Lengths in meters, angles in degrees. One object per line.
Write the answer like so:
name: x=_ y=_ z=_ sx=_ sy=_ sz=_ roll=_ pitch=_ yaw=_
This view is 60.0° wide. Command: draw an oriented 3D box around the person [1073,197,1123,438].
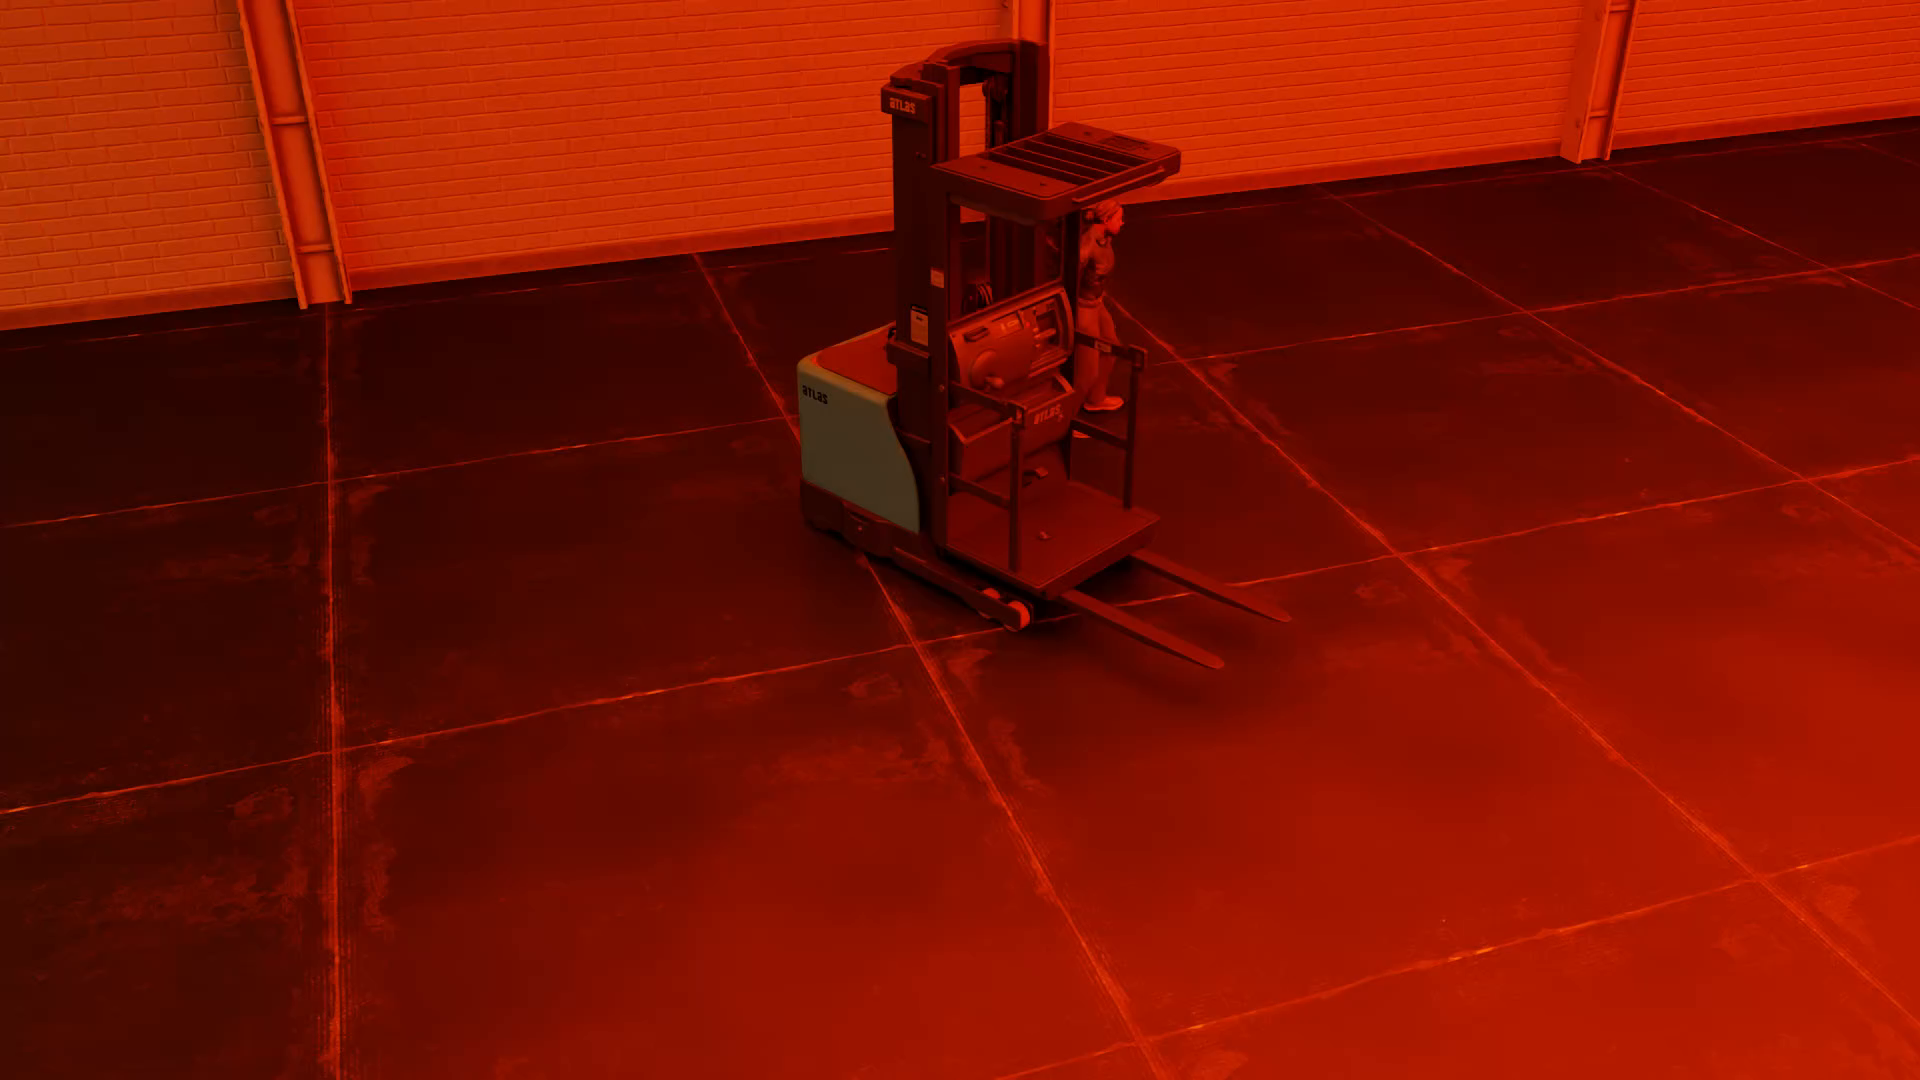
person: x=0.852 y=-1.494 z=11.012 sx=0.385 sy=1.628 sz=0.792 roll=11 pitch=32 yaw=18

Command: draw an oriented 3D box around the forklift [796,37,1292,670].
forklift: x=0.443 y=-1.061 z=8.931 sx=3.031 sy=2.935 sz=1.130 roll=25 pitch=38 yaw=37
